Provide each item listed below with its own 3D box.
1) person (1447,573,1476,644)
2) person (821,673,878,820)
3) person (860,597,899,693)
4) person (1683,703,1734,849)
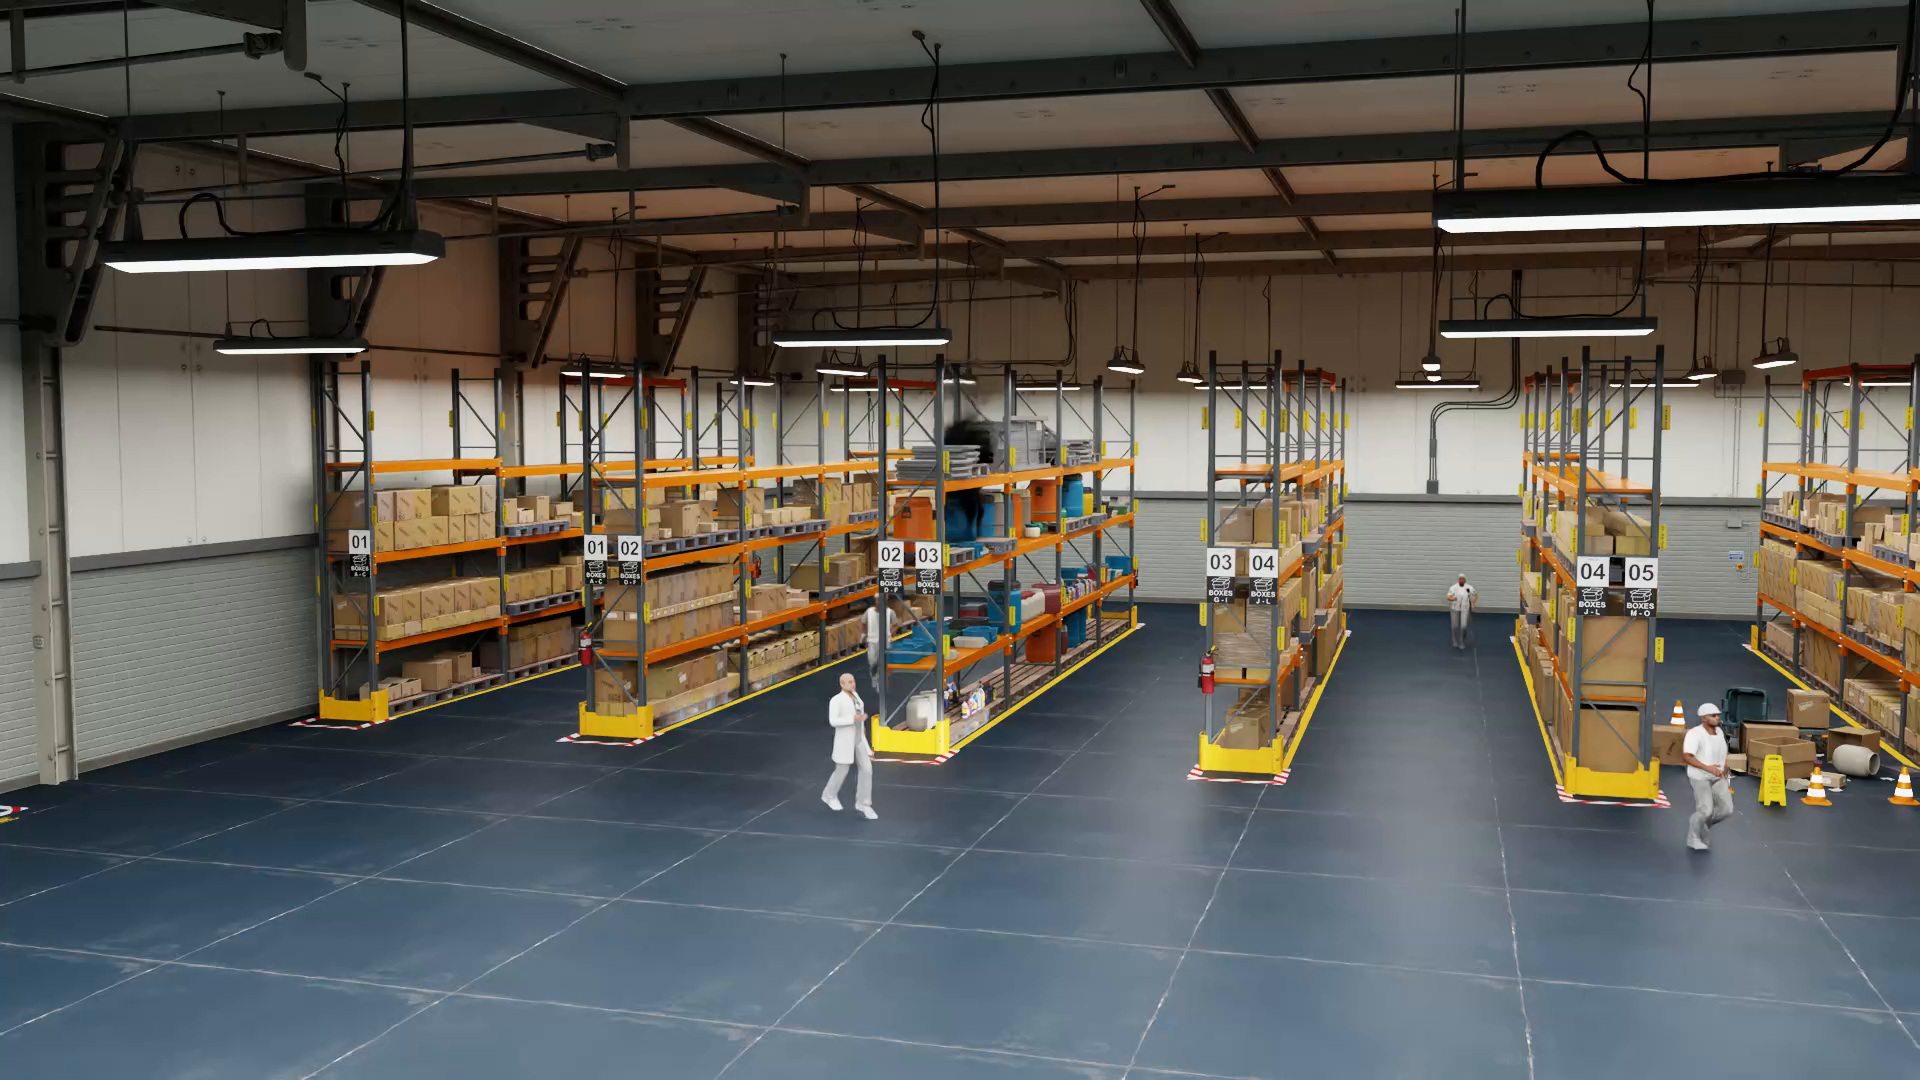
[{"bbox_3d":[11.013,1.510,36.551,0.592,1.559,0.574,2,4,23],"label":"person"},{"bbox_3d":[-1.414,2.597,21.061,0.862,1.831,0.693,4,6,42],"label":"person"},{"bbox_3d":[-1.405,1.802,28.815,0.684,1.707,0.540,0,4,1],"label":"person"},{"bbox_3d":[8.723,2.749,19.283,0.739,1.720,0.591,-2,4,-24],"label":"person"}]
